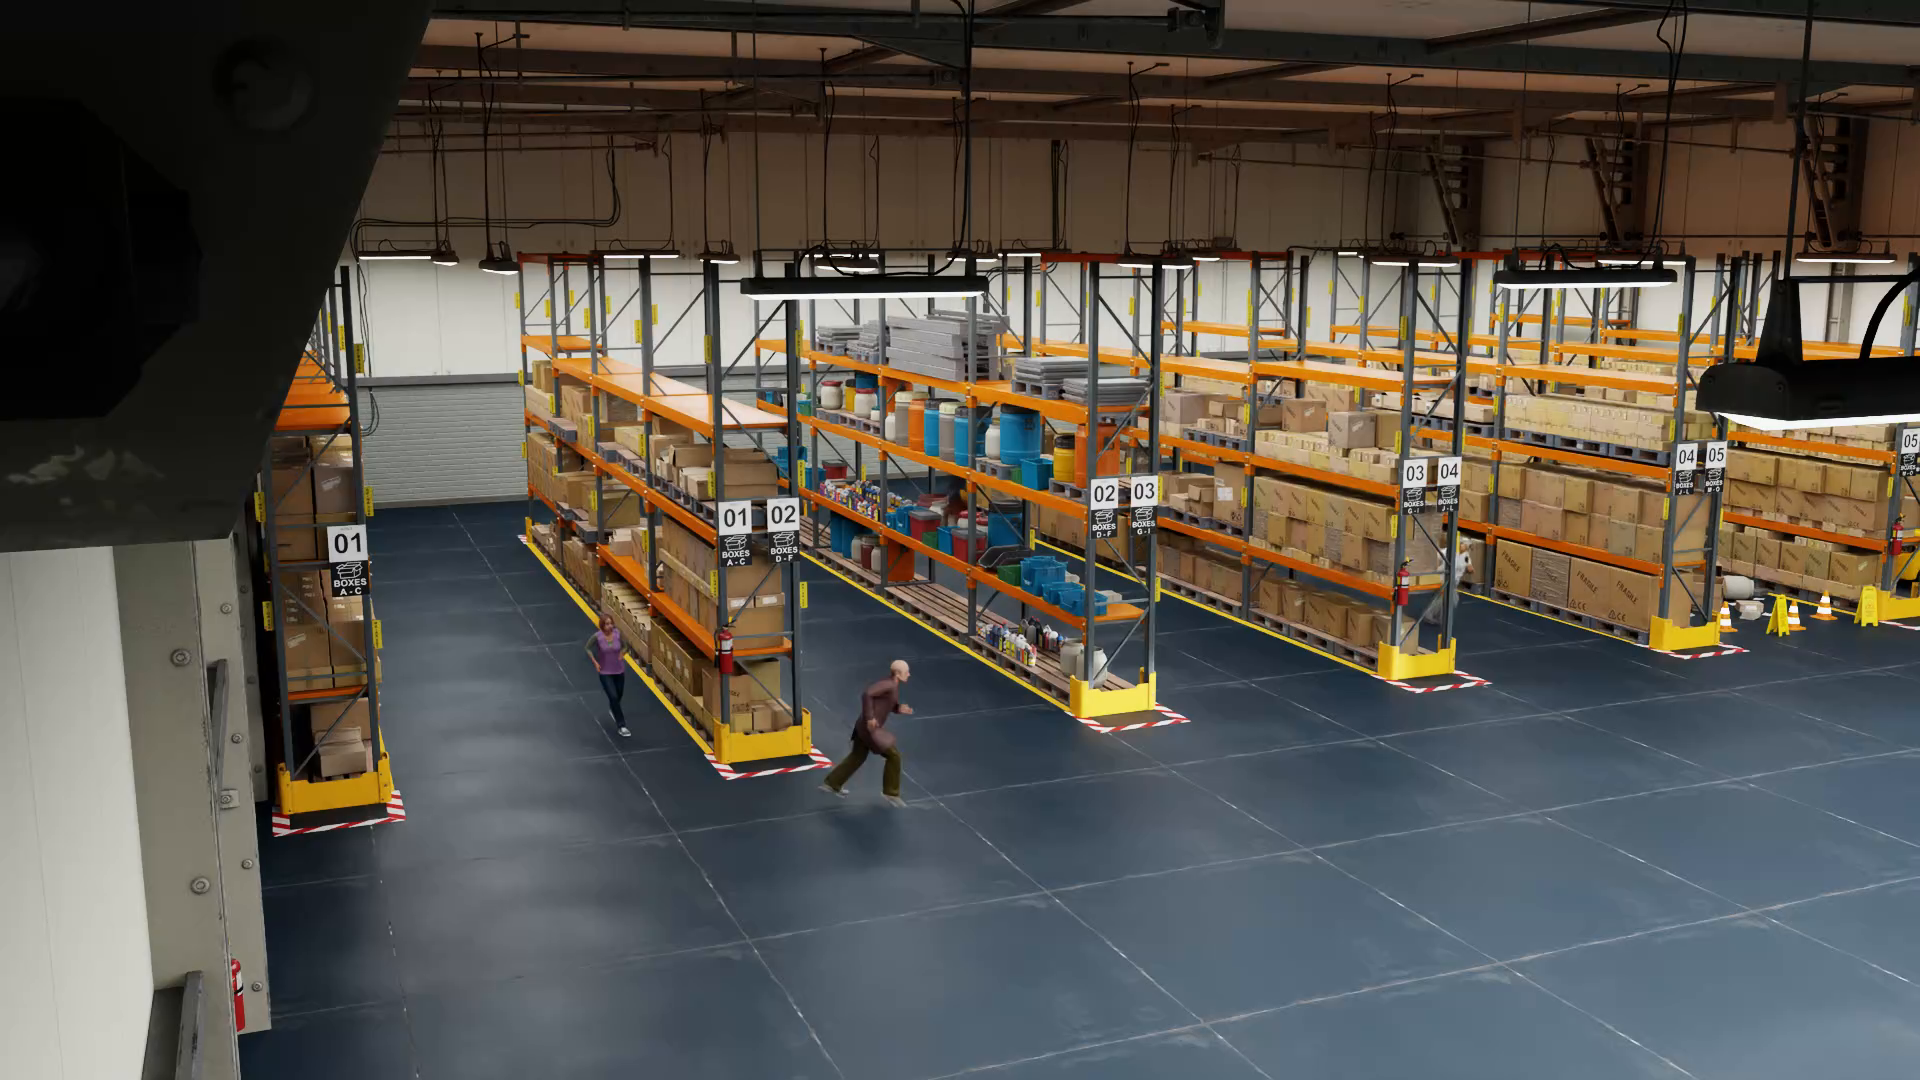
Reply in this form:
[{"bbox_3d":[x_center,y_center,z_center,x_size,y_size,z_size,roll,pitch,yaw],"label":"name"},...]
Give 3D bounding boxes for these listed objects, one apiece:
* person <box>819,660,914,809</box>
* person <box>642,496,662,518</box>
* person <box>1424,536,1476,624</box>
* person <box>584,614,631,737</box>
[{"bbox_3d":[-1.050,2.190,18.550,1.062,1.744,0.757,0,10,3],"label":"person"},{"bbox_3d":[-6.647,-0.890,35.801,0.537,1.494,0.720,-6,12,-30],"label":"person"},{"bbox_3d":[7.975,0.660,27.066,0.622,1.530,0.948,-7,13,-35],"label":"person"},{"bbox_3d":[-4.498,1.691,21.291,0.516,1.559,0.839,-6,12,-31],"label":"person"}]
